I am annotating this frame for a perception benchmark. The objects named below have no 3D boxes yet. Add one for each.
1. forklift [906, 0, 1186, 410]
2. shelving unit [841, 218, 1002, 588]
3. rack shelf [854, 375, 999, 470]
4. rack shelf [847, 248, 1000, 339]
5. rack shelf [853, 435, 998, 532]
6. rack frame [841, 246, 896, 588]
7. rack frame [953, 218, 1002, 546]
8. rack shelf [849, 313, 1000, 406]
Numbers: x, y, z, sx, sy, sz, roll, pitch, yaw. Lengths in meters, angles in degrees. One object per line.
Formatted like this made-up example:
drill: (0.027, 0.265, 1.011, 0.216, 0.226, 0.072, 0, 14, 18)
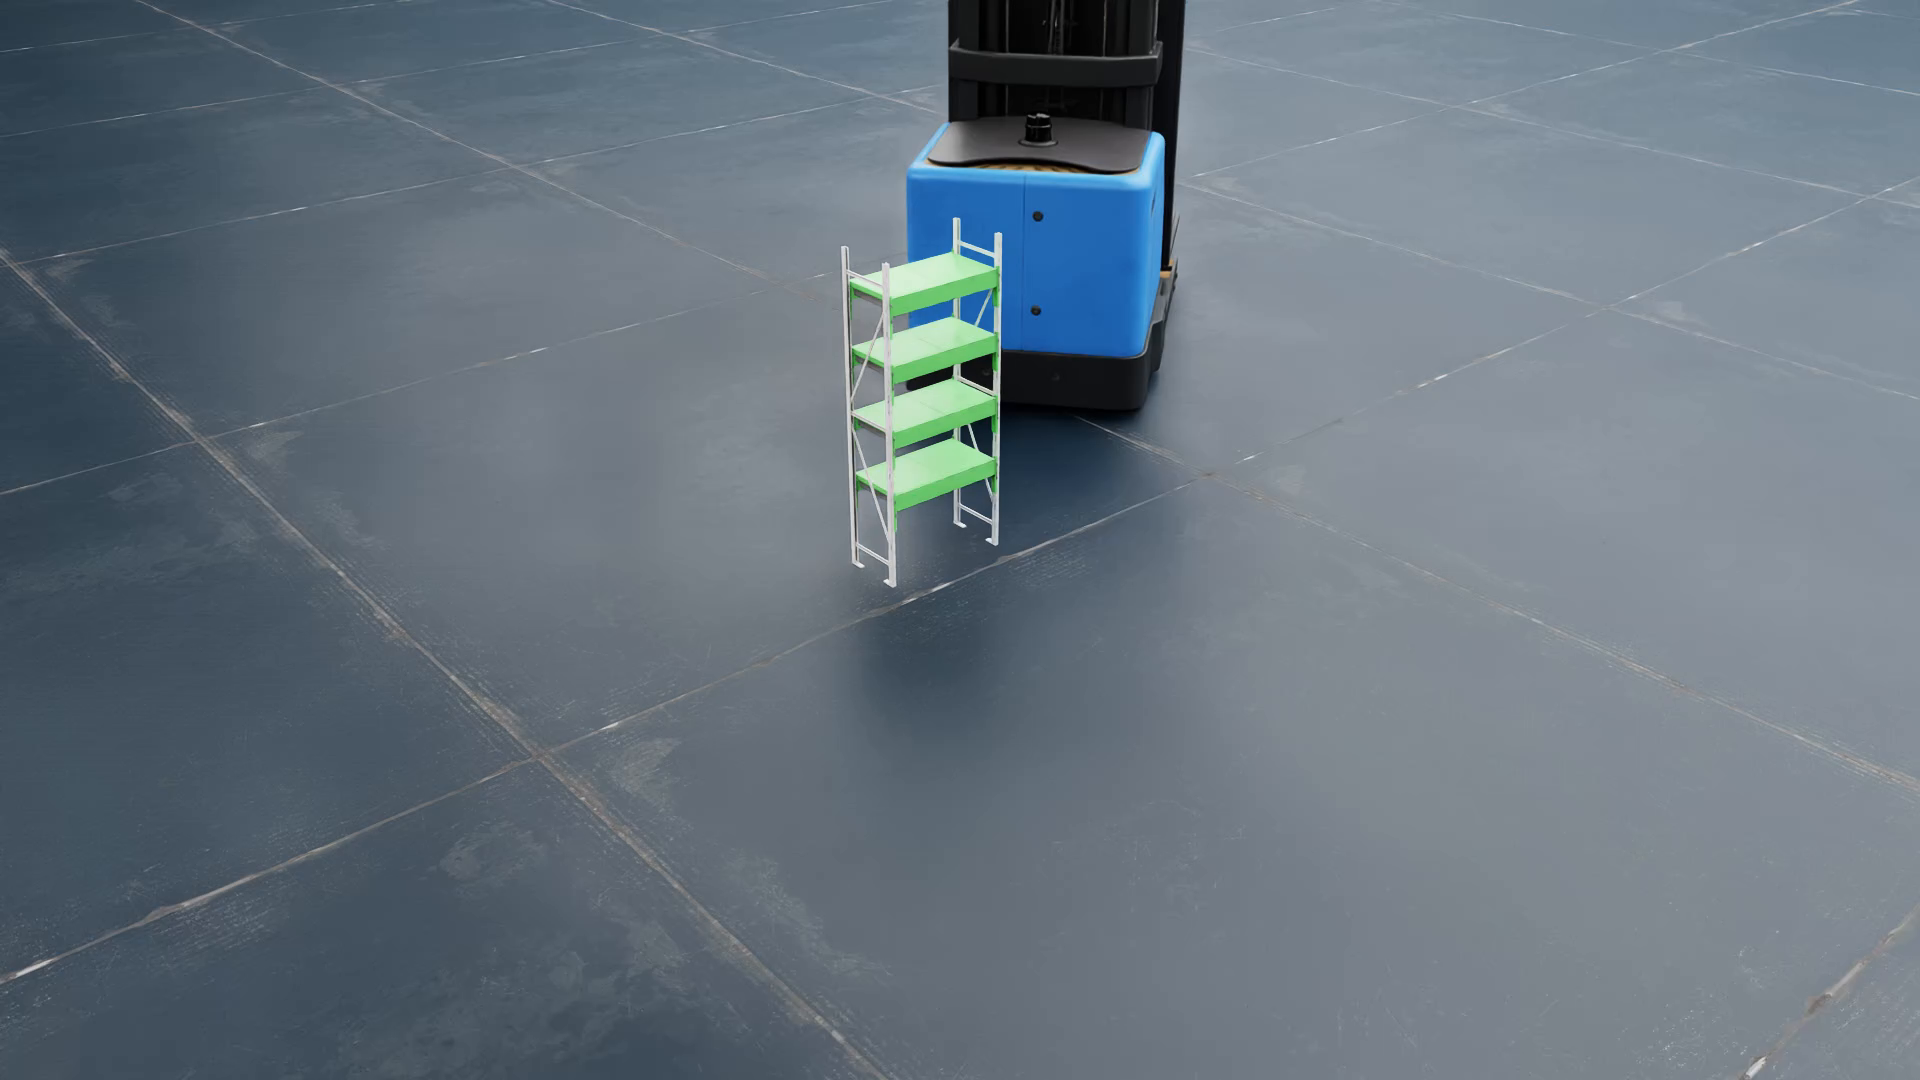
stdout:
forklift: (0.532, -2.523, 7.861, 1.130, 2.935, 3.031, 5, 29, 9)
shelving unit: (-0.126, -0.479, 5.872, 0.503, 1.200, 0.258, -22, 35, -35)
rack shelf: (-0.126, -0.422, 5.903, 0.480, 0.148, 0.258, -22, 35, -35)
rack shelf: (-0.126, -0.846, 5.676, 0.480, 0.148, 0.258, -22, 35, -35)
rack shelf: (-0.126, -0.211, 6.016, 0.480, 0.148, 0.258, -22, 35, -35)
rack frame: (-0.312, -0.404, 5.733, 0.015, 1.200, 0.240, -22, 35, -35)
rack frame: (0.060, -0.553, 6.012, 0.015, 1.200, 0.240, -22, 35, -35)
rack shelf: (-0.126, -0.634, 5.789, 0.480, 0.148, 0.258, -22, 35, -35)
